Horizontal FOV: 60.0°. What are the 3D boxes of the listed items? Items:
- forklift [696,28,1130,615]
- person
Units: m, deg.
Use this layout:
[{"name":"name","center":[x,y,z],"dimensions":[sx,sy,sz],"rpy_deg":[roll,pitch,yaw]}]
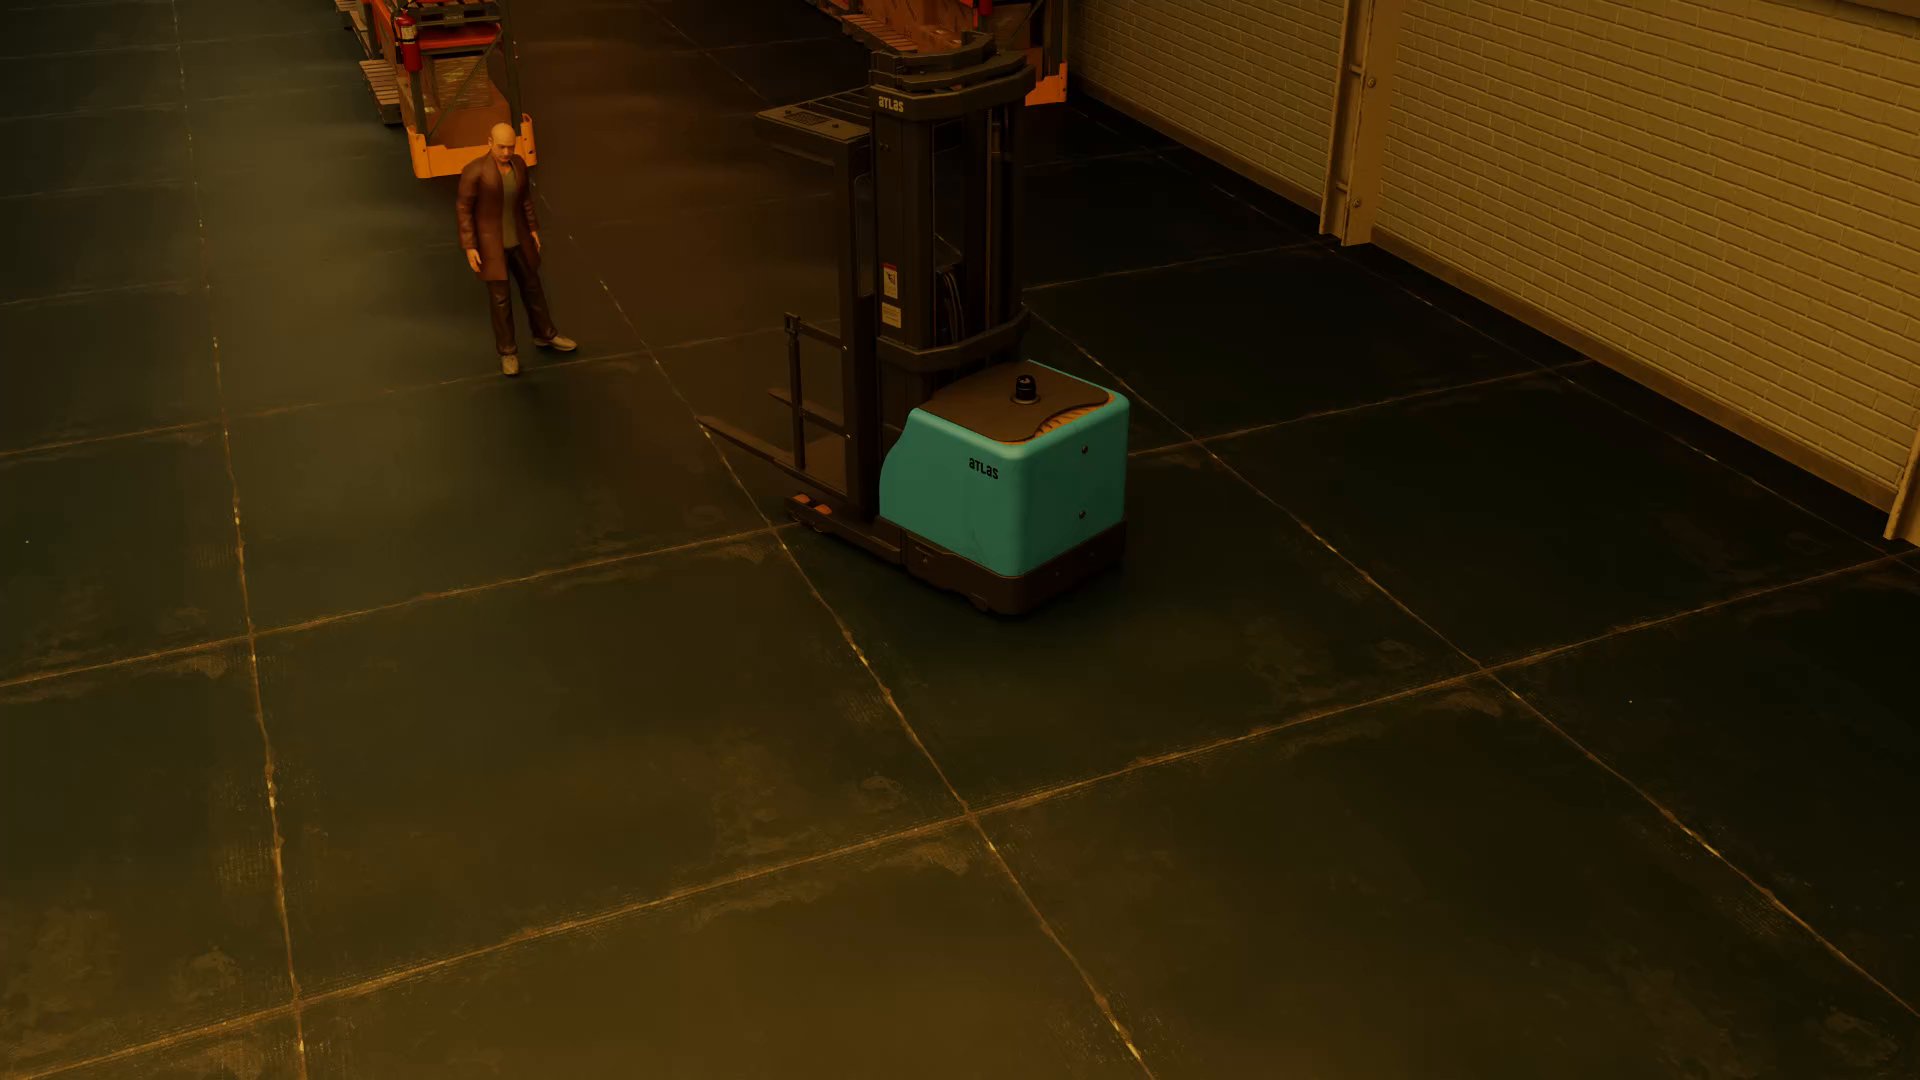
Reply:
[{"name":"forklift","center":[-0.436,-1.483,9.714],"dimensions":[3.031,2.935,1.130],"rpy_deg":[26,39,37]},{"name":"person","center":[-3.256,-2.133,12.018],"dimensions":[0.454,1.778,0.740],"rpy_deg":[23,37,34]}]
